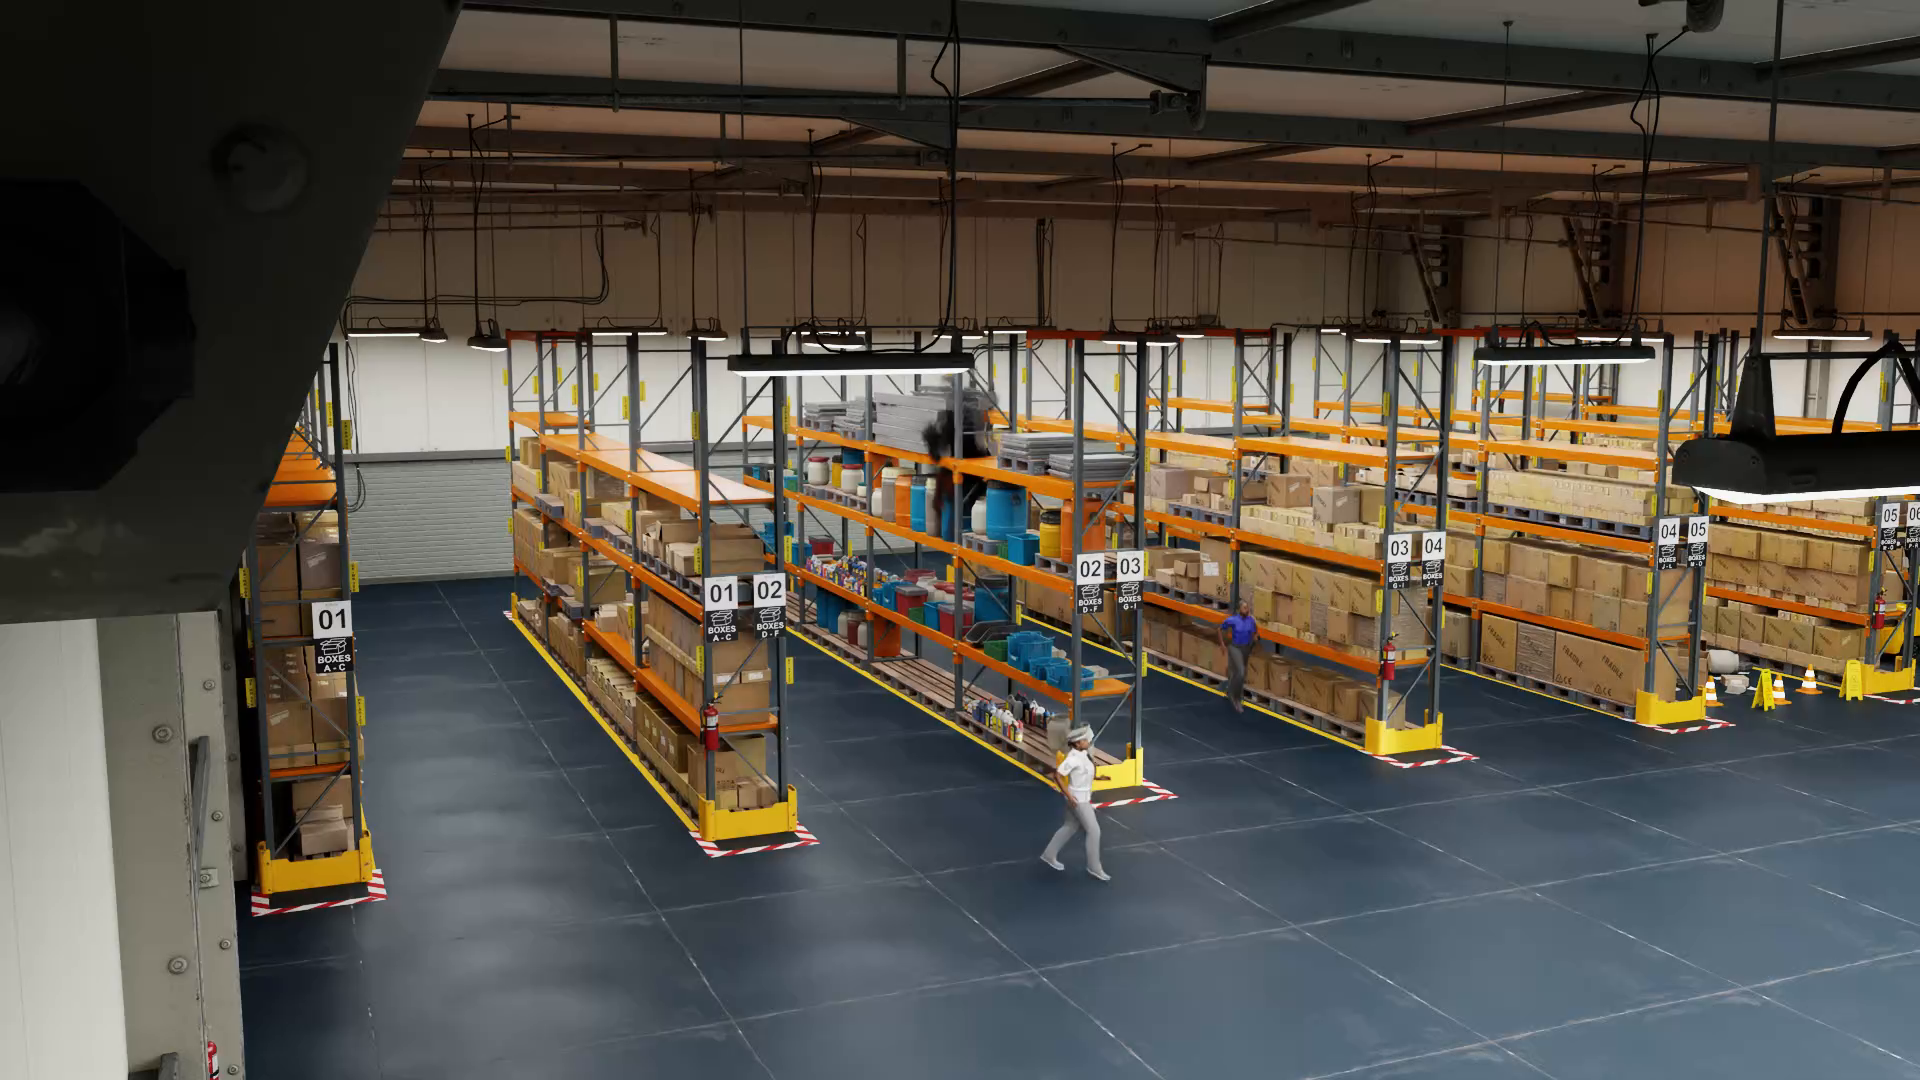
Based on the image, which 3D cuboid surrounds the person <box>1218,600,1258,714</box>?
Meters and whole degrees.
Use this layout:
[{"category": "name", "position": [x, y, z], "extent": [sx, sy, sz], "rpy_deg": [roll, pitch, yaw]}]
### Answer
[{"category": "person", "position": [4.312, 1.783, 25.538], "extent": [0.536, 1.749, 0.777], "rpy_deg": [-4, 9, -28]}]

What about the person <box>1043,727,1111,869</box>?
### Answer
[{"category": "person", "position": [1.317, 2.880, 18.689], "extent": [0.767, 1.594, 0.556], "rpy_deg": [1, 8, 6]}]

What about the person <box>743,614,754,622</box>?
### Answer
[{"category": "person", "position": [-3.670, 1.469, 29.424], "extent": [0.627, 1.723, 0.760], "rpy_deg": [-6, 10, -38]}]
